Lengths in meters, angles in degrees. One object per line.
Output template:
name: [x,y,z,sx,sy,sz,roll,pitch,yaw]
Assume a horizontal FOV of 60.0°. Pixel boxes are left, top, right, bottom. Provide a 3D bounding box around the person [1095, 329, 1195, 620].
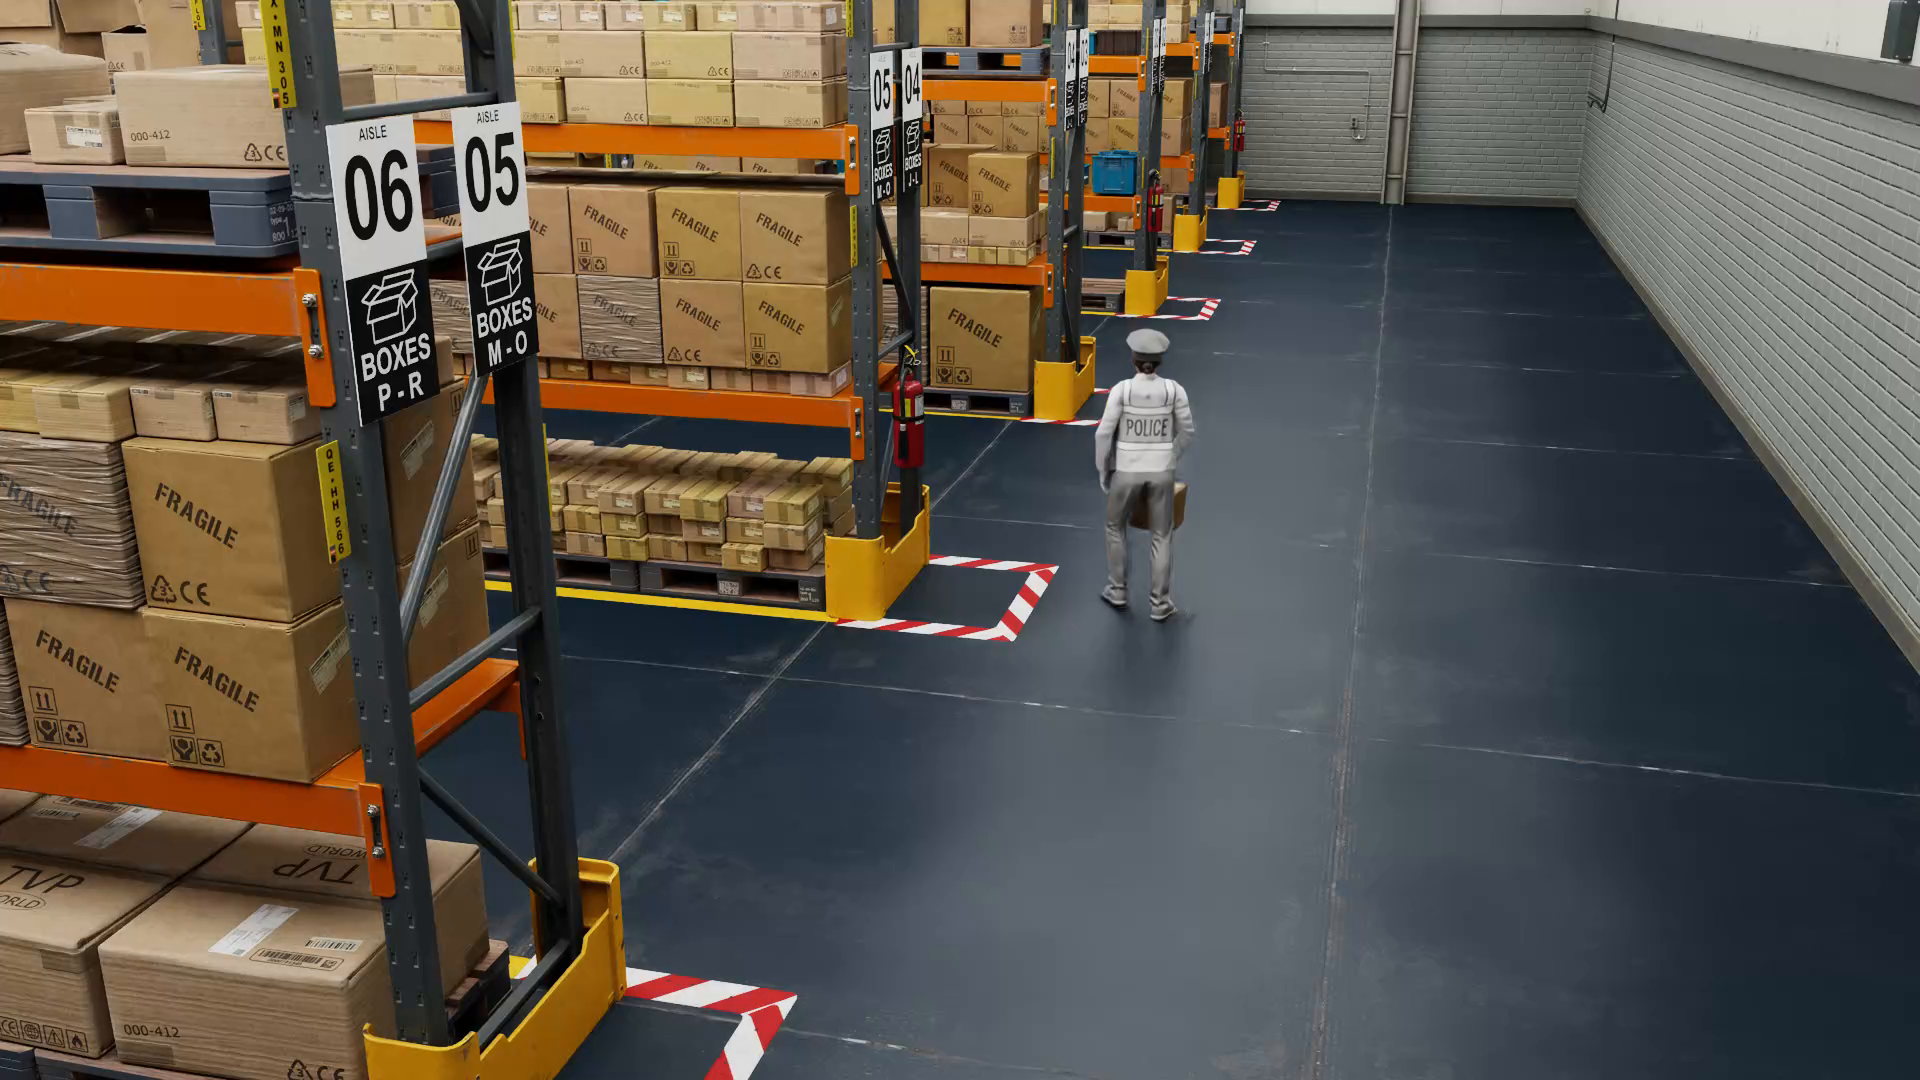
person: [1.067,-0.388,9.708,0.583,1.676,0.489,0,18,1]
